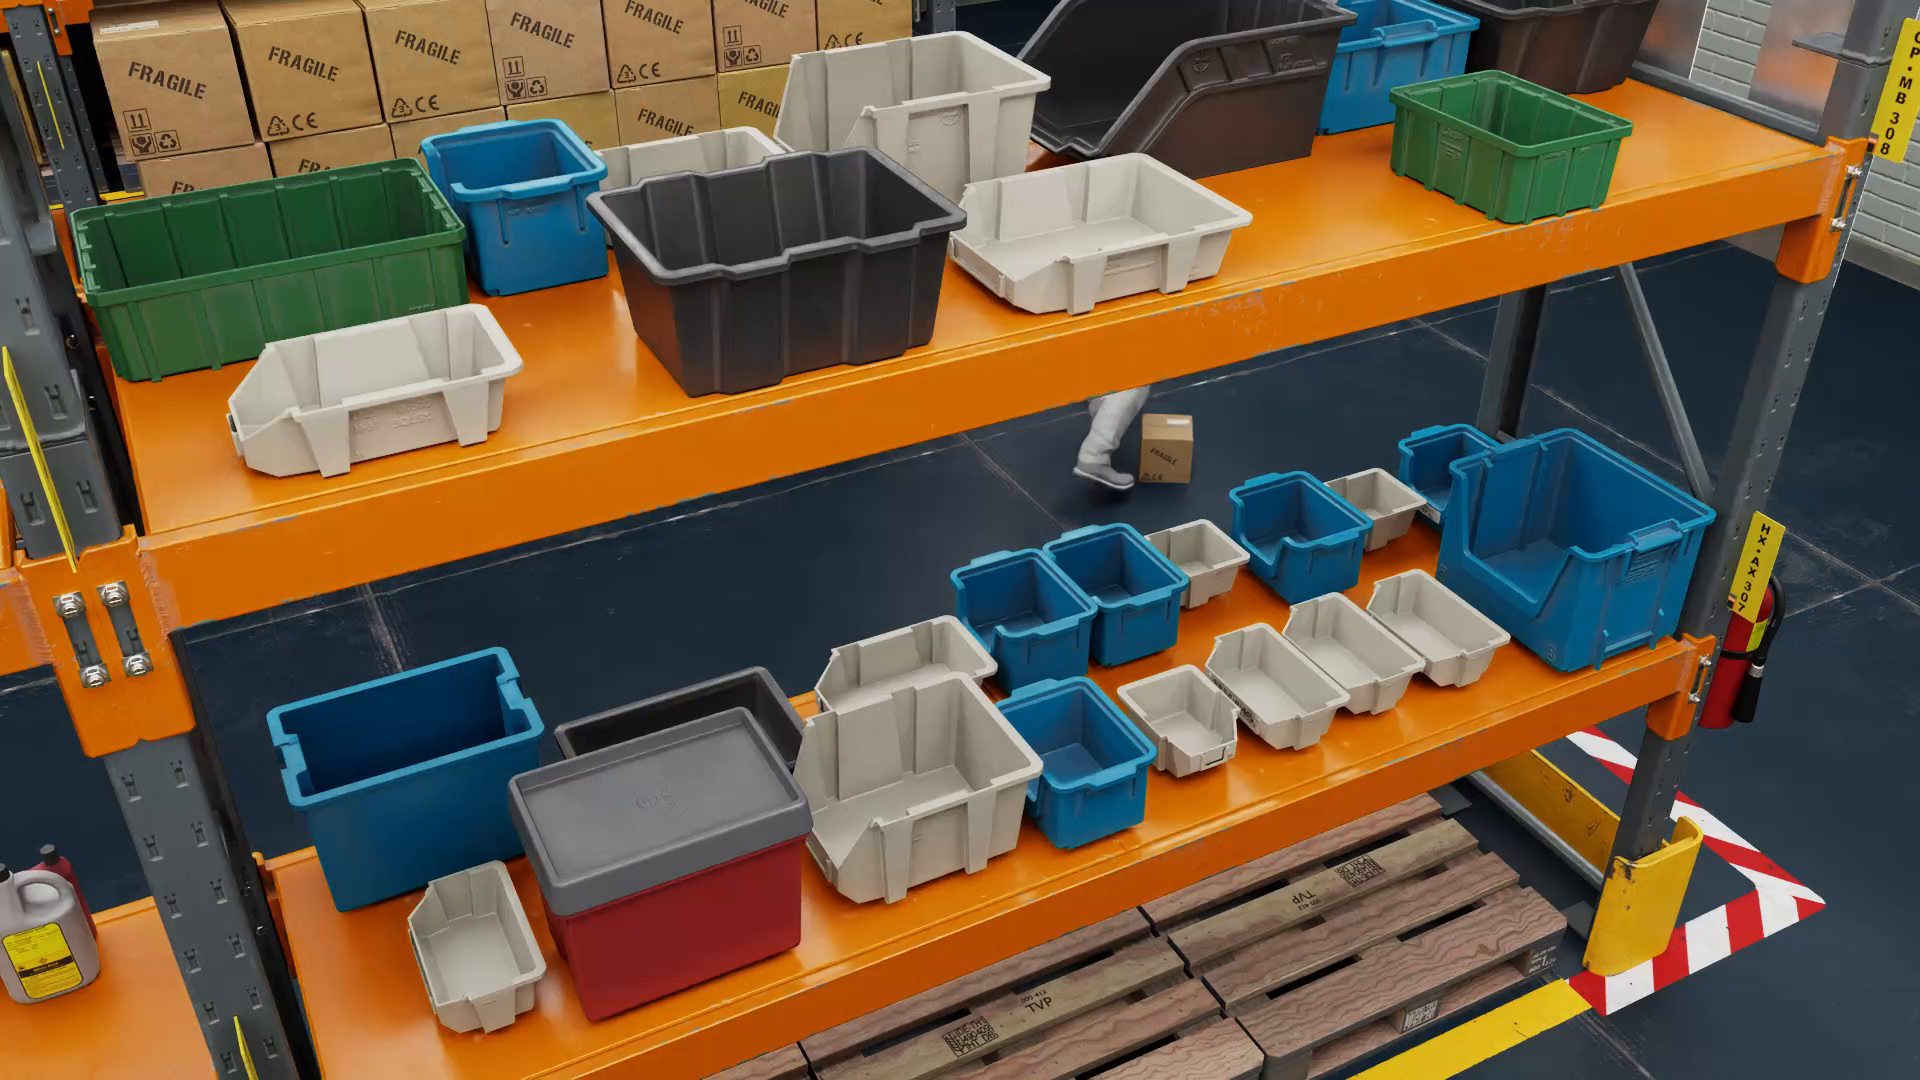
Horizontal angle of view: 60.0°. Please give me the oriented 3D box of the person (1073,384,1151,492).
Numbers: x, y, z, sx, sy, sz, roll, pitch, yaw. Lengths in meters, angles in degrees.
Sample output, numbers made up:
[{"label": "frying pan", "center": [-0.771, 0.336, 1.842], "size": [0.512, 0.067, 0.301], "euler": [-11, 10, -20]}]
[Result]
[{"label": "person", "center": [0.713, -1.122, 7.877], "size": [0.637, 1.697, 0.831], "euler": [25, 40, 33]}]
